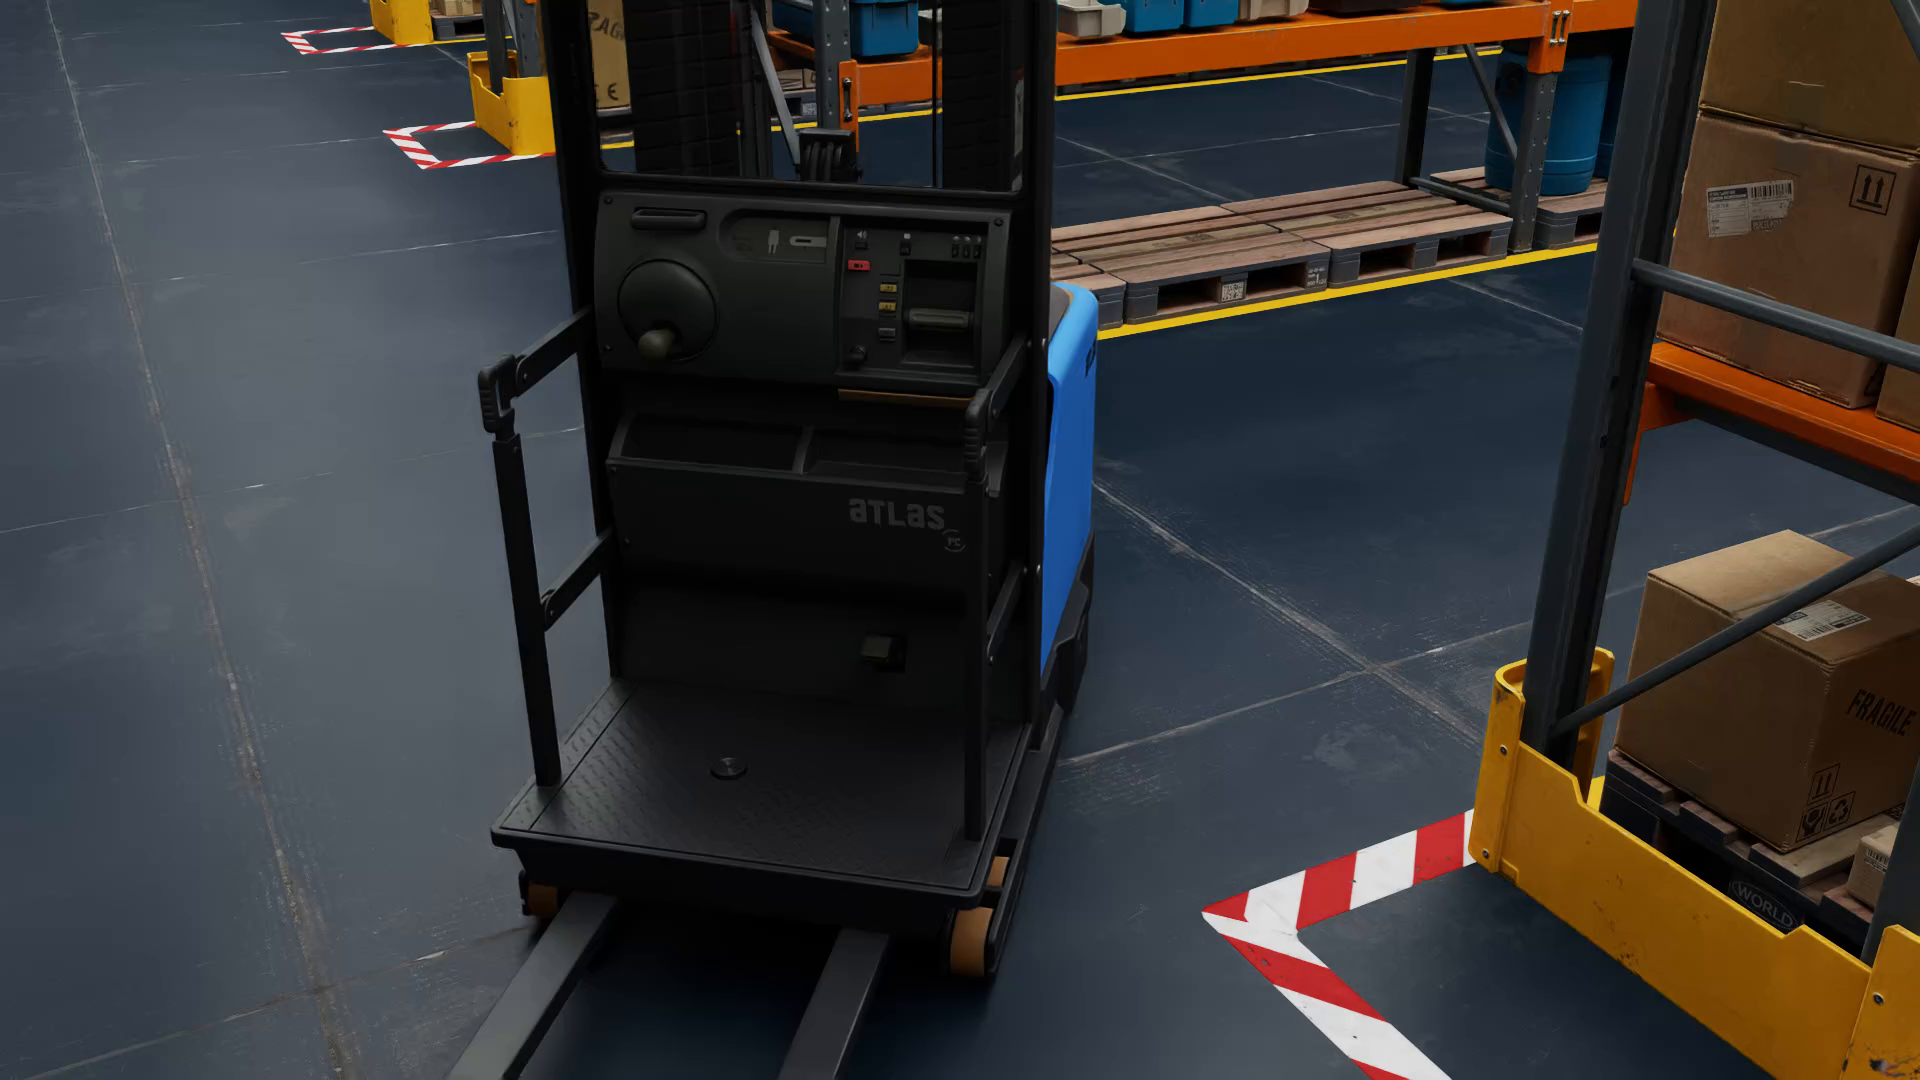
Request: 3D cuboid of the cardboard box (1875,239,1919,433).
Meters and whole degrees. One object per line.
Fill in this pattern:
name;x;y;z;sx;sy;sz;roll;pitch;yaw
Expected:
cardboard box;2.116;-0.417;3.038;0.500;0.500;0.500;-12;28;-24

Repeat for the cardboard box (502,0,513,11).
cardboard box;-4.282;-5.108;15.732;0.250;0.149;0.380;-13;28;-25

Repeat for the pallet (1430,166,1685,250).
pallet;3.502;-1.974;9.618;1.213;0.211;1.003;-13;29;-25

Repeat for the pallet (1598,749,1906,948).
pallet;2.370;0.696;4.056;1.213;0.211;1.003;-13;29;-25

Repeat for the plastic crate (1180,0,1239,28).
plastic crate;1.072;-2.481;7.575;0.300;0.233;0.416;-13;29;-25

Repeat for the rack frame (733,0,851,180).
rack frame;-0.727;-2.275;7.023;0.127;3.000;1.000;-13;29;-25

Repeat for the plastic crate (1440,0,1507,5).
plastic crate;2.551;-2.884;8.241;0.575;0.384;0.392;-13;29;-25

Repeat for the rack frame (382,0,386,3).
rack frame;-5.303;-6.082;14.951;0.127;3.000;1.000;-13;29;-25

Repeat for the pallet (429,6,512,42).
pallet;-4.502;-4.992;15.903;1.213;0.211;1.003;-13;29;-25

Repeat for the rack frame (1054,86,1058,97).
rack frame;0.471;-4.981;12.660;0.127;3.000;1.000;-13;29;-25

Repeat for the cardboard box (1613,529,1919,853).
cardboard box;1.964;0.341;3.954;0.500;0.500;0.500;-13;29;-25

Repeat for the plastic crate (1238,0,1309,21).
plastic crate;1.407;-2.529;7.786;0.466;0.136;0.293;-13;29;-25

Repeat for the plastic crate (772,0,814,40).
plastic crate;-0.520;-2.458;7.293;0.499;0.435;0.616;-13;29;-25

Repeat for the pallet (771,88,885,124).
pallet;-1.314;-3.349;12.482;1.213;0.211;1.003;-13;29;-25

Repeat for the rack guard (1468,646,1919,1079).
rack guard;1.667;0.729;3.655;0.348;0.500;1.175;-13;29;-25

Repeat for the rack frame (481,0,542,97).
rack frame;-3.058;-4.167;10.963;0.127;3.000;1.000;-13;29;-25

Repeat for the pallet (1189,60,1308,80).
pallet;2.195;-4.160;14.172;1.213;0.211;1.003;-13;29;-25

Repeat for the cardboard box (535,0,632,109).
cardboard box;-2.531;-3.559;11.667;0.875;0.875;0.875;-13;29;-25

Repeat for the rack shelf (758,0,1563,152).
rack shelf;1.037;-2.358;8.027;4.000;0.370;1.077;-13;29;-25

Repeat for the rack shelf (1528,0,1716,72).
rack shelf;4.567;-3.173;9.724;4.000;0.370;1.077;-13;29;-25

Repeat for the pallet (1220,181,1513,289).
pallet;2.171;-1.668;8.981;1.213;0.211;1.003;-13;29;-25

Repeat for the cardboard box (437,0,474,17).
cardboard box;-4.690;-4.970;15.445;0.250;0.149;0.380;-12;28;-24

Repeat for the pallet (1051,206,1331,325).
pallet;1.094;-1.418;8.460;1.213;0.211;1.003;-13;29;-25

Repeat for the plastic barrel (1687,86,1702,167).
plastic barrel;4.455;-2.487;9.854;0.421;0.512;0.421;0;26;0

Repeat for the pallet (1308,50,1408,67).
pallet;3.270;-4.407;14.686;1.213;0.211;1.003;-13;29;-25

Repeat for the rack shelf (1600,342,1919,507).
rack shelf;3.365;-0.466;4.086;4.000;0.370;1.077;-13;29;-25

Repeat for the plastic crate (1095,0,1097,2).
plastic crate;0.656;-2.606;7.946;0.250;0.136;0.298;-13;29;-25

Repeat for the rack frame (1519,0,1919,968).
rack frame;1.600;-0.383;3.081;0.127;3.000;1.000;-13;29;-25

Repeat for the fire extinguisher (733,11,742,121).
fire extinguisher;-1.074;-2.215;7.418;0.183;0.674;0.296;-13;29;-25

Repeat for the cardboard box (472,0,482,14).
cardboard box;-4.498;-5.055;15.621;0.250;0.149;0.380;-13;29;-25

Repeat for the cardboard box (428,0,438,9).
cardboard box;-4.937;-5.173;15.866;0.250;0.149;0.380;-12;28;-24

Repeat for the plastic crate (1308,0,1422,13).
plastic crate;1.941;-2.662;8.078;0.590;0.125;0.437;-13;29;-25

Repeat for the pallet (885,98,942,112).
pallet;-0.236;-3.599;13.003;1.213;0.211;1.003;-13;29;-25

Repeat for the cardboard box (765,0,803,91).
cardboard box;-1.728;-3.744;12.053;0.875;0.875;0.875;-13;29;-25

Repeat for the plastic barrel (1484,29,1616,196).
plastic barrel;3.290;-2.438;9.300;0.708;0.901;0.600;-13;29;-25

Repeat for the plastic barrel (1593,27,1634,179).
plastic barrel;3.915;-2.582;9.601;0.708;0.901;0.600;-13;29;-25

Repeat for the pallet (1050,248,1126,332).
pallet;0.018;-1.171;7.946;1.213;0.211;1.003;-13;29;-25

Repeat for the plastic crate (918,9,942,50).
plastic crate;-0.033;-2.142;6.980;0.298;0.136;0.250;-13;29;-25

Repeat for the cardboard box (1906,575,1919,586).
cardboard box;2.816;0.272;4.387;0.500;0.250;0.500;-13;29;-25

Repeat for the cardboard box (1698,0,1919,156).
cardboard box;1.863;-1.074;3.251;0.500;0.500;0.500;-13;29;-26

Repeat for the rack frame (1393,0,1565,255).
rack frame;2.802;-3.090;8.720;0.127;3.000;1.000;-13;29;-25

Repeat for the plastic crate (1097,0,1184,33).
plastic crate;0.807;-2.419;7.448;0.300;0.233;0.416;-13;29;-25

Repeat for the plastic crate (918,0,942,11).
plastic crate;-0.093;-2.419;7.557;0.243;0.136;0.396;-13;29;-25

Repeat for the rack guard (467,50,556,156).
rack guard;-3.079;-3.035;11.494;0.348;0.500;1.175;-13;29;-25

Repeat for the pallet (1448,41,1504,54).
pallet;4.691;-4.698;15.290;1.213;0.211;1.003;-13;29;-25

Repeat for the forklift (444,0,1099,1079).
forklift;-0.396;-0.518;3.443;1.130;2.935;3.031;5;26;11

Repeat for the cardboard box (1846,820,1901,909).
cardboard box;2.131;0.750;3.507;0.250;0.149;0.380;-13;29;-25

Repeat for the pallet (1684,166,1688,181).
pallet;4.580;-2.224;10.139;1.213;0.211;1.003;-13;29;-25

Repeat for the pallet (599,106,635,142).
pallet;-2.389;-3.102;11.968;1.213;0.211;1.003;-13;29;-25

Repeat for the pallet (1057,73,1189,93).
pallet;1.117;-3.910;13.650;1.213;0.211;1.003;-13;29;-25

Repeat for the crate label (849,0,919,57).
crate label;-0.355;-2.151;6.889;0.303;0.233;0.416;-13;29;-25

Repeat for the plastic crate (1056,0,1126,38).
plastic crate;0.566;-2.280;7.268;0.298;0.136;0.250;-13;29;-25

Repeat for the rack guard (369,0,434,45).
rack guard;-5.236;-4.970;15.524;0.348;0.500;1.175;-13;29;-25

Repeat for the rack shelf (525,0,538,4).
rack shelf;-1.293;-4.250;11.967;4.000;0.370;1.077;-13;29;-25

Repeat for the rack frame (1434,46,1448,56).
rack frame;4.001;-5.796;14.356;0.127;3.000;1.000;-13;29;-25

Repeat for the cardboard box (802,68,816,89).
cardboard box;-0.943;-3.926;12.431;0.875;0.875;0.875;-13;29;-25

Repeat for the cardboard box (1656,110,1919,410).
cardboard box;1.867;-0.623;3.466;0.500;0.500;0.500;-12;28;-24
